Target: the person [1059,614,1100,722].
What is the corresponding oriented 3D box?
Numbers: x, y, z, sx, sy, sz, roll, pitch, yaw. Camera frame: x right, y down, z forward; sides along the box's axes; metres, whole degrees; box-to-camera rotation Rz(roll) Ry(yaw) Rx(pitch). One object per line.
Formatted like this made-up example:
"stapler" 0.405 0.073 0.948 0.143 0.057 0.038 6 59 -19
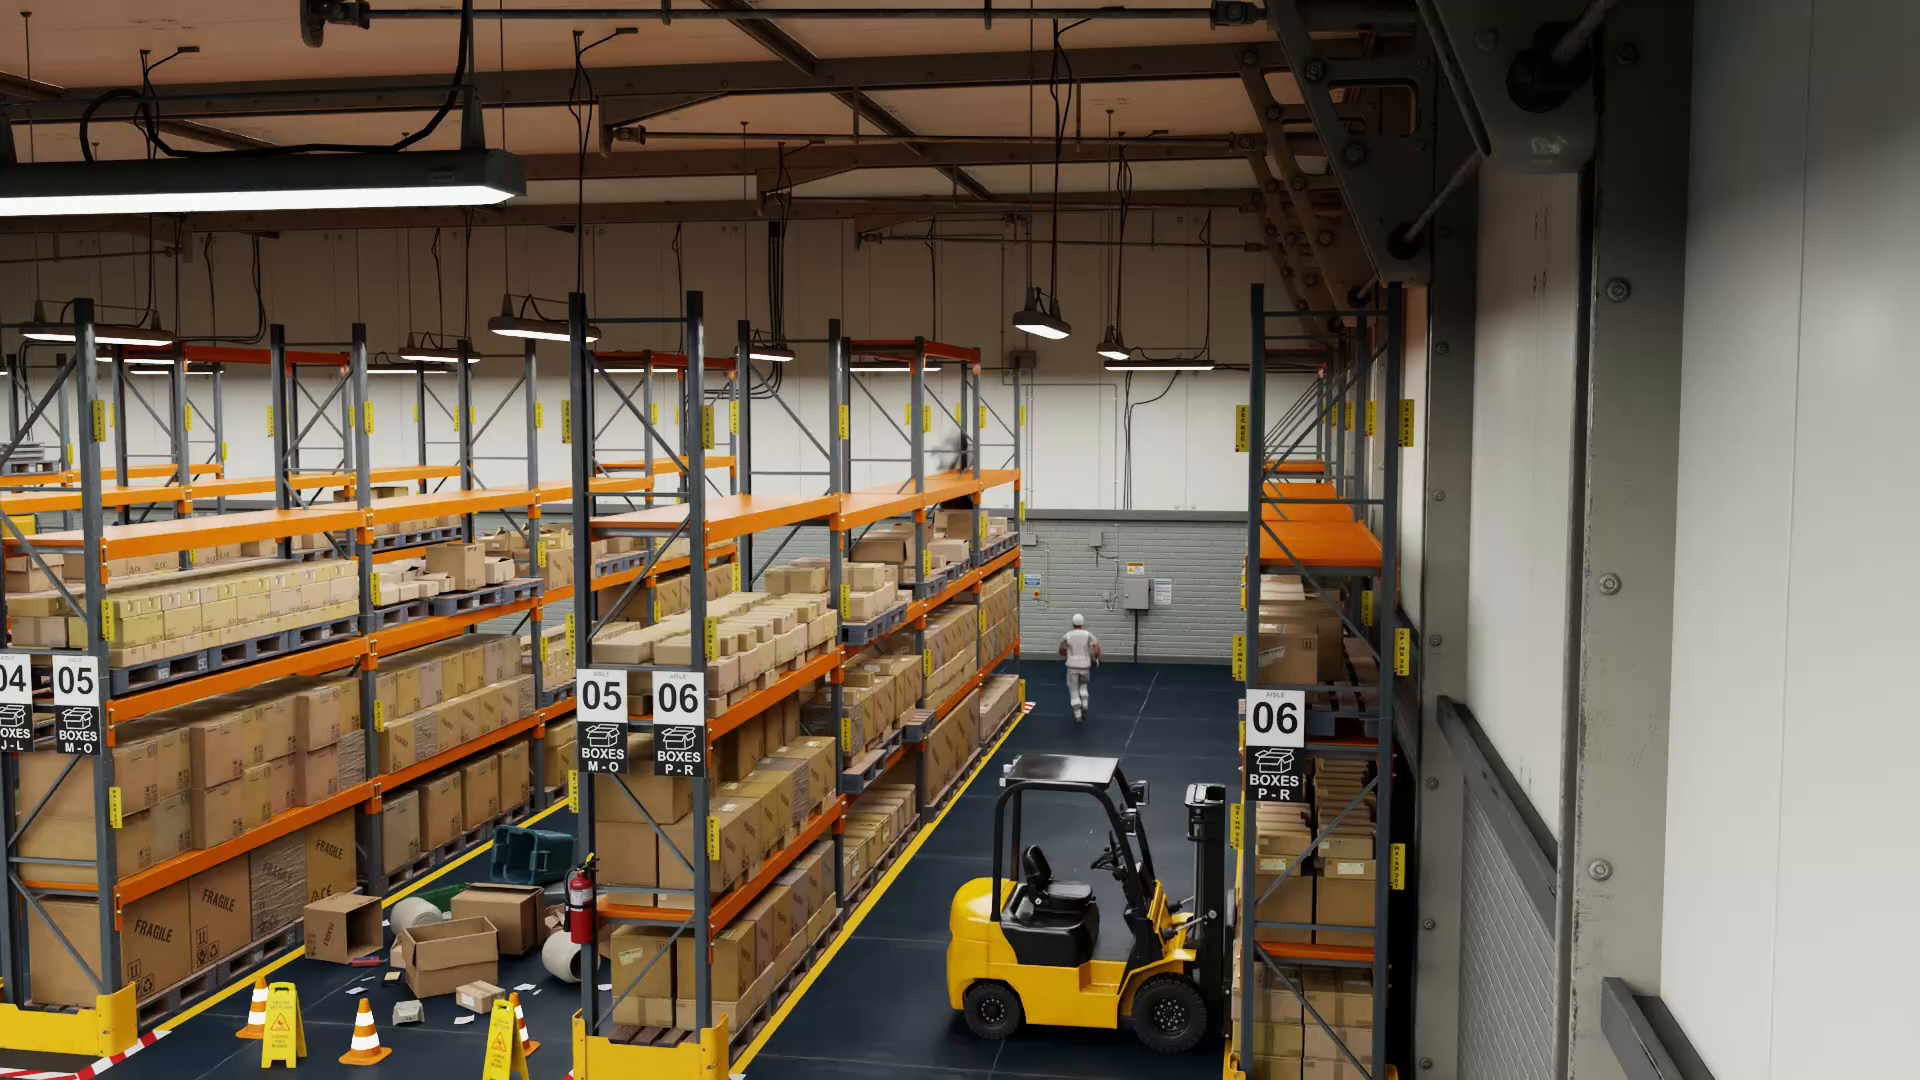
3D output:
"person" 1.942 2.081 27.239 0.641 1.775 0.690 0 5 -4
